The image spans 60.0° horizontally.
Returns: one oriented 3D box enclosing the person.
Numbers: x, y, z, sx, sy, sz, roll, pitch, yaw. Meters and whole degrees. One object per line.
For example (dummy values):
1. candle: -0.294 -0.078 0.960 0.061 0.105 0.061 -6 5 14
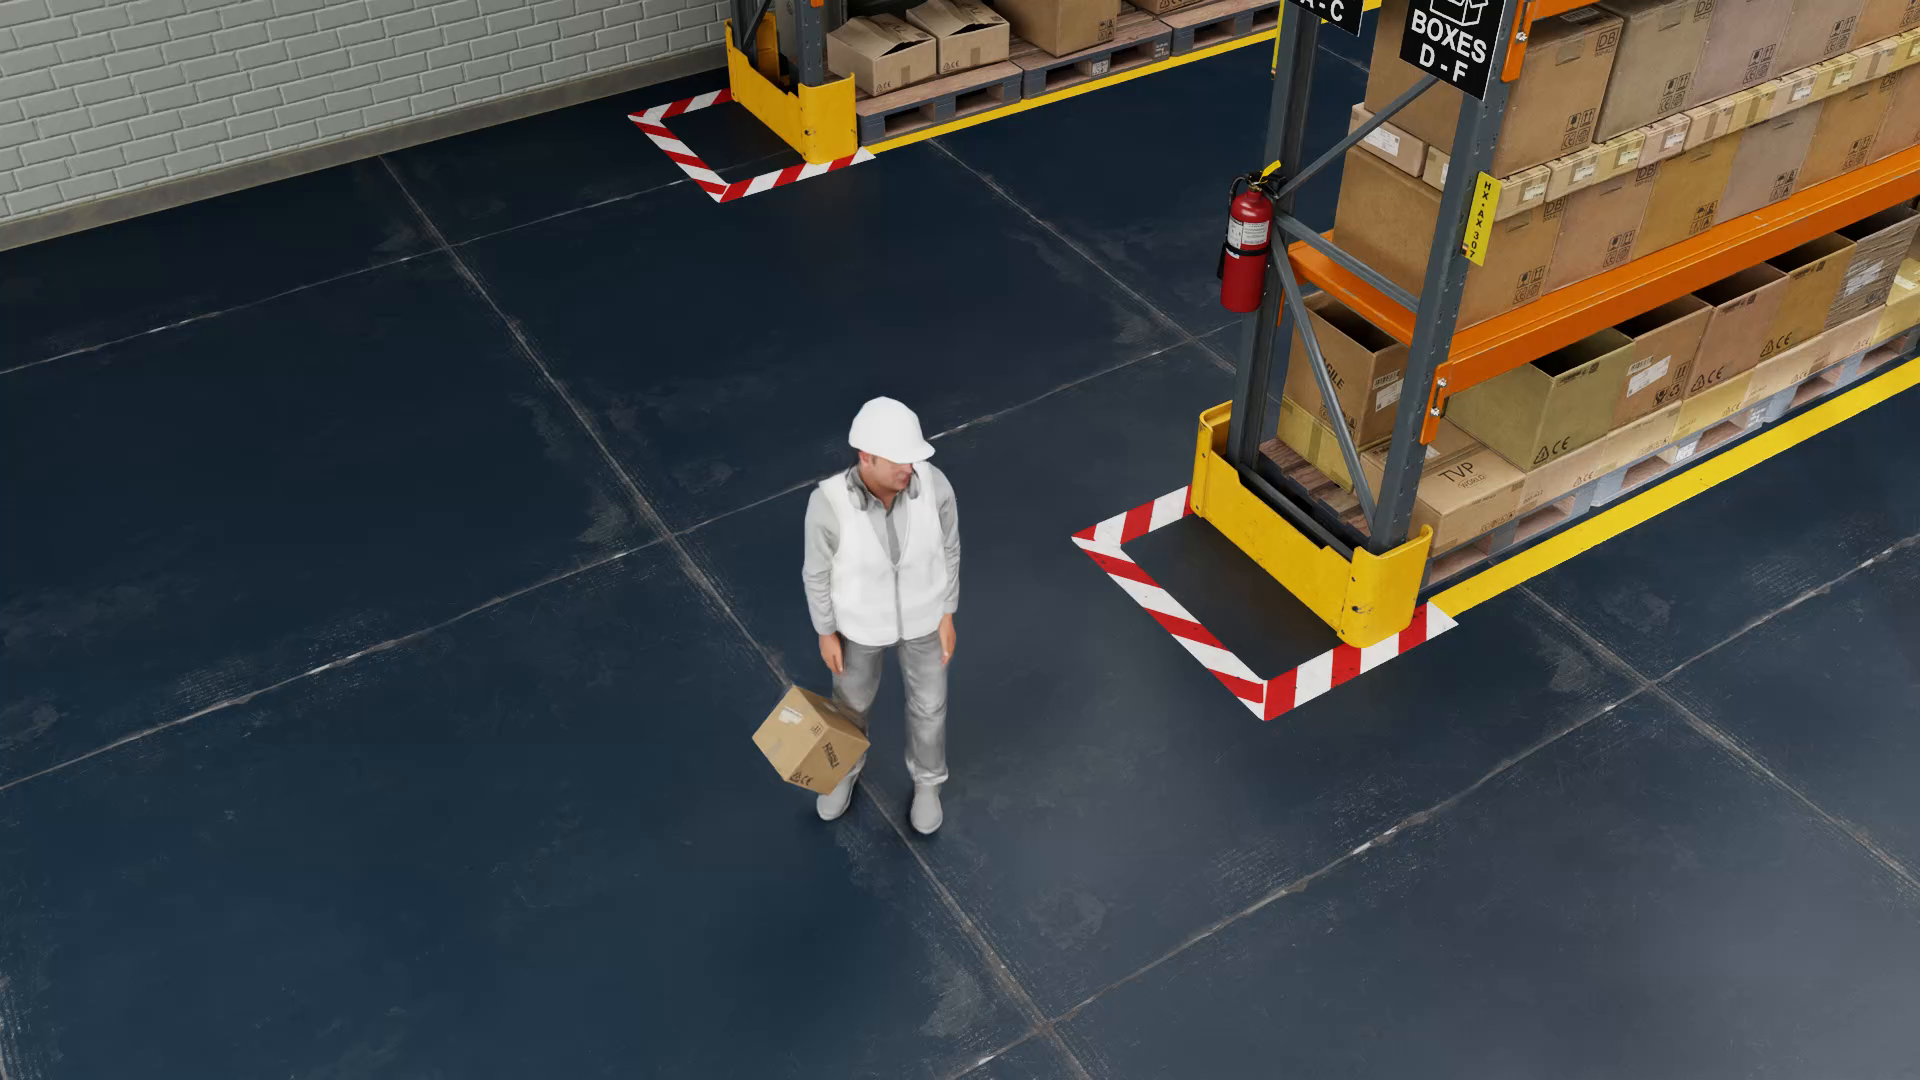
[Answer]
1. person: -0.262 0.304 5.745 0.571 1.779 0.504 -10 41 -11
